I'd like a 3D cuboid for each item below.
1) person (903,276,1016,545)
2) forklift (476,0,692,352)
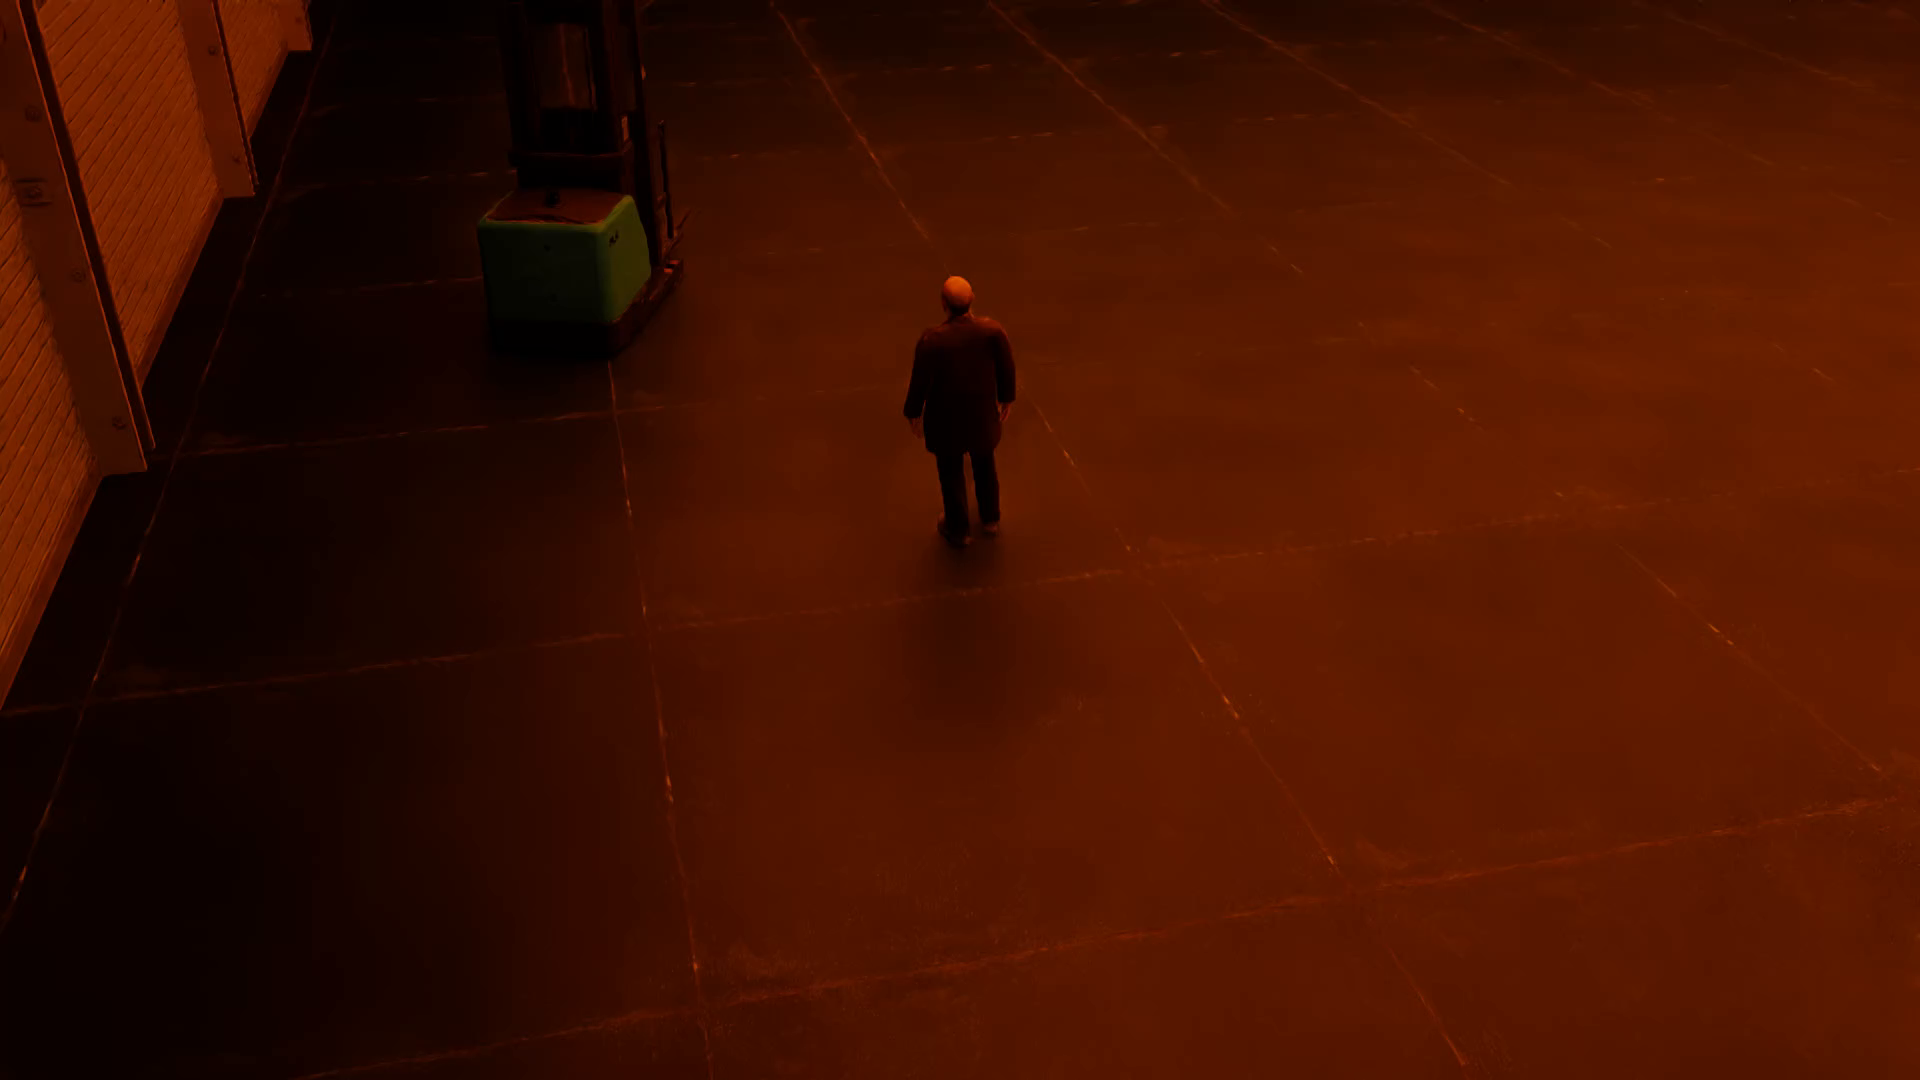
[{"bbox_3d":[-0.017,-0.821,10.129,0.694,1.776,0.580,-7,31,-12],"label":"person"},{"bbox_3d":[-2.992,-3.439,13.515,1.130,2.935,3.031,3,30,6],"label":"forklift"}]
